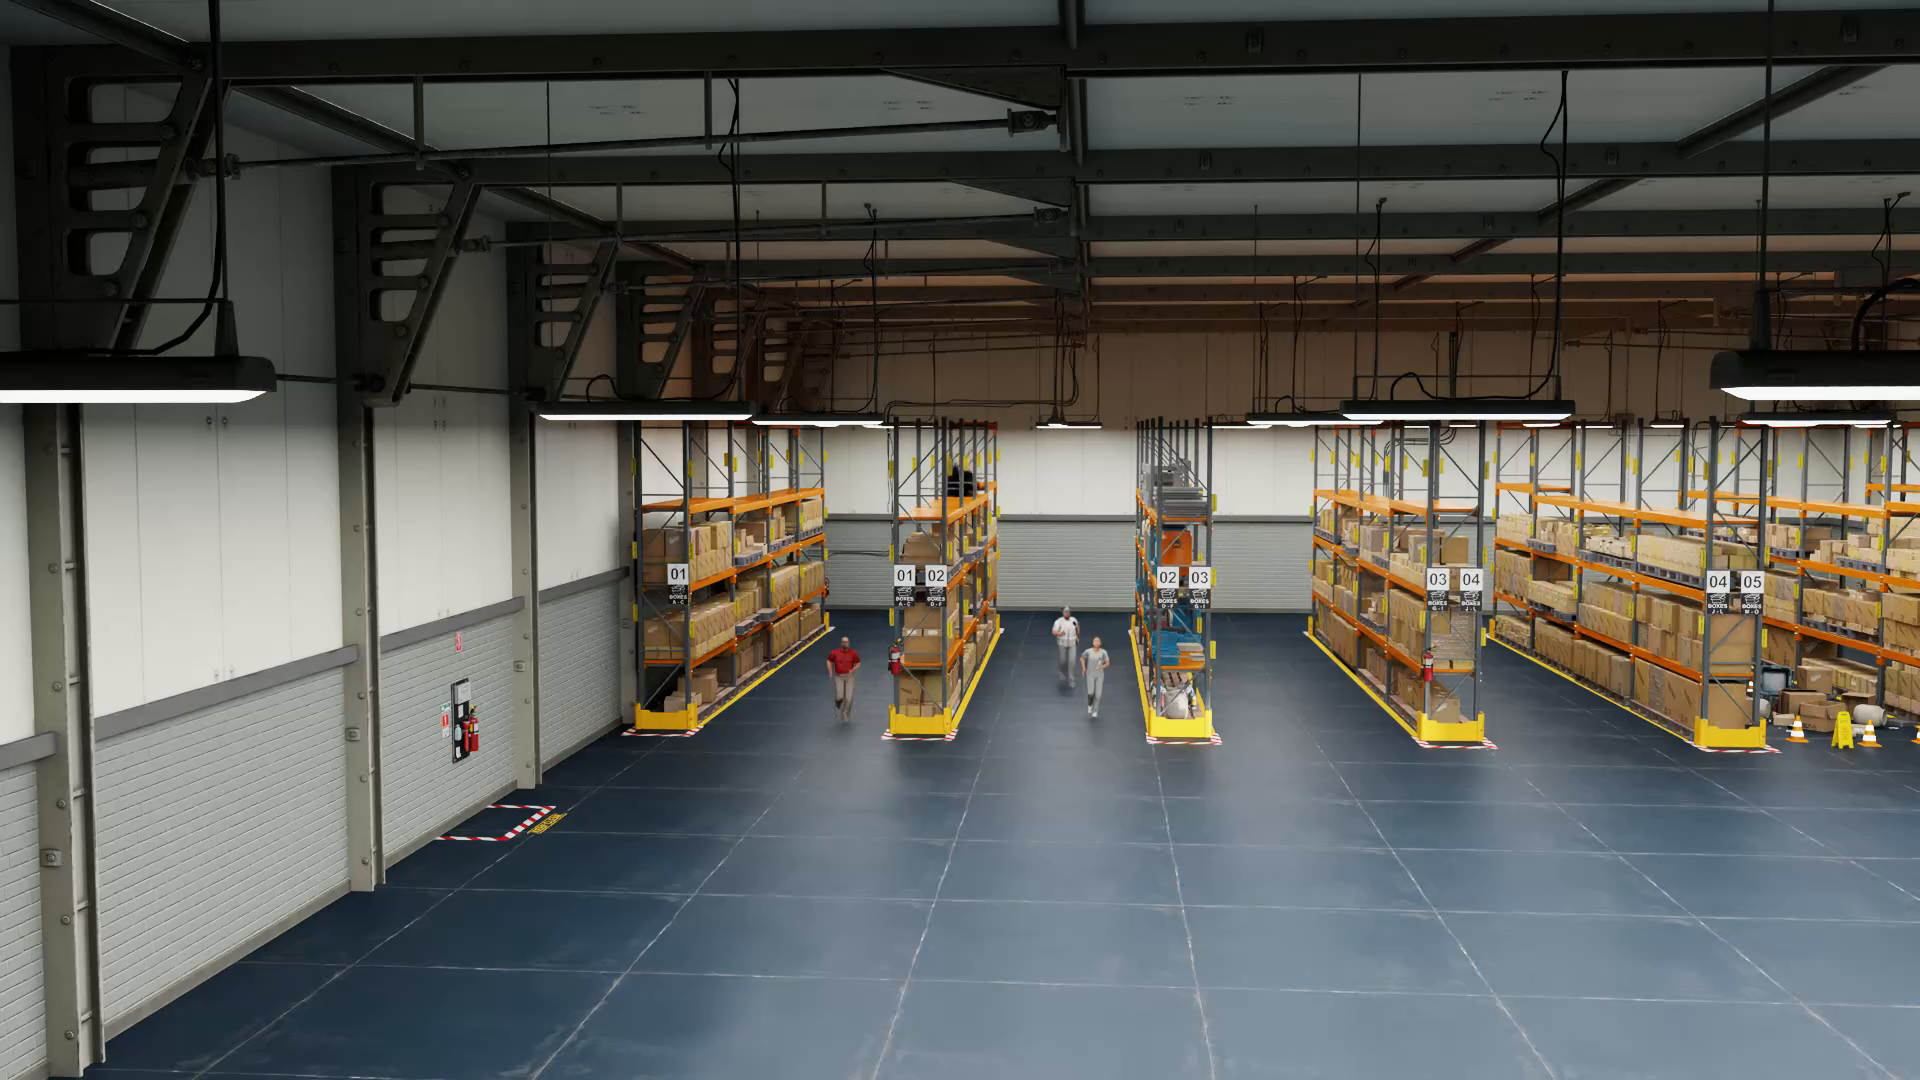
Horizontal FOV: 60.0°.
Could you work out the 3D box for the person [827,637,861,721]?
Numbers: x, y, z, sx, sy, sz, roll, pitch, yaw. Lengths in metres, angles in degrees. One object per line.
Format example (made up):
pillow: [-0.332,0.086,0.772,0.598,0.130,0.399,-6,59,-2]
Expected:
person: [-2.272,2.744,32.680,0.656,1.682,0.590,-1,4,-9]

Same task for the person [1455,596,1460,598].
person: [13.431,1.853,45.452,0.696,1.790,0.992,1,4,12]

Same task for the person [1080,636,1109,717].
person: [2.702,2.731,33.225,0.569,1.629,0.555,0,4,1]

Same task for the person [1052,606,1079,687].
person: [2.407,2.364,37.527,0.659,1.791,0.967,0,4,-6]
